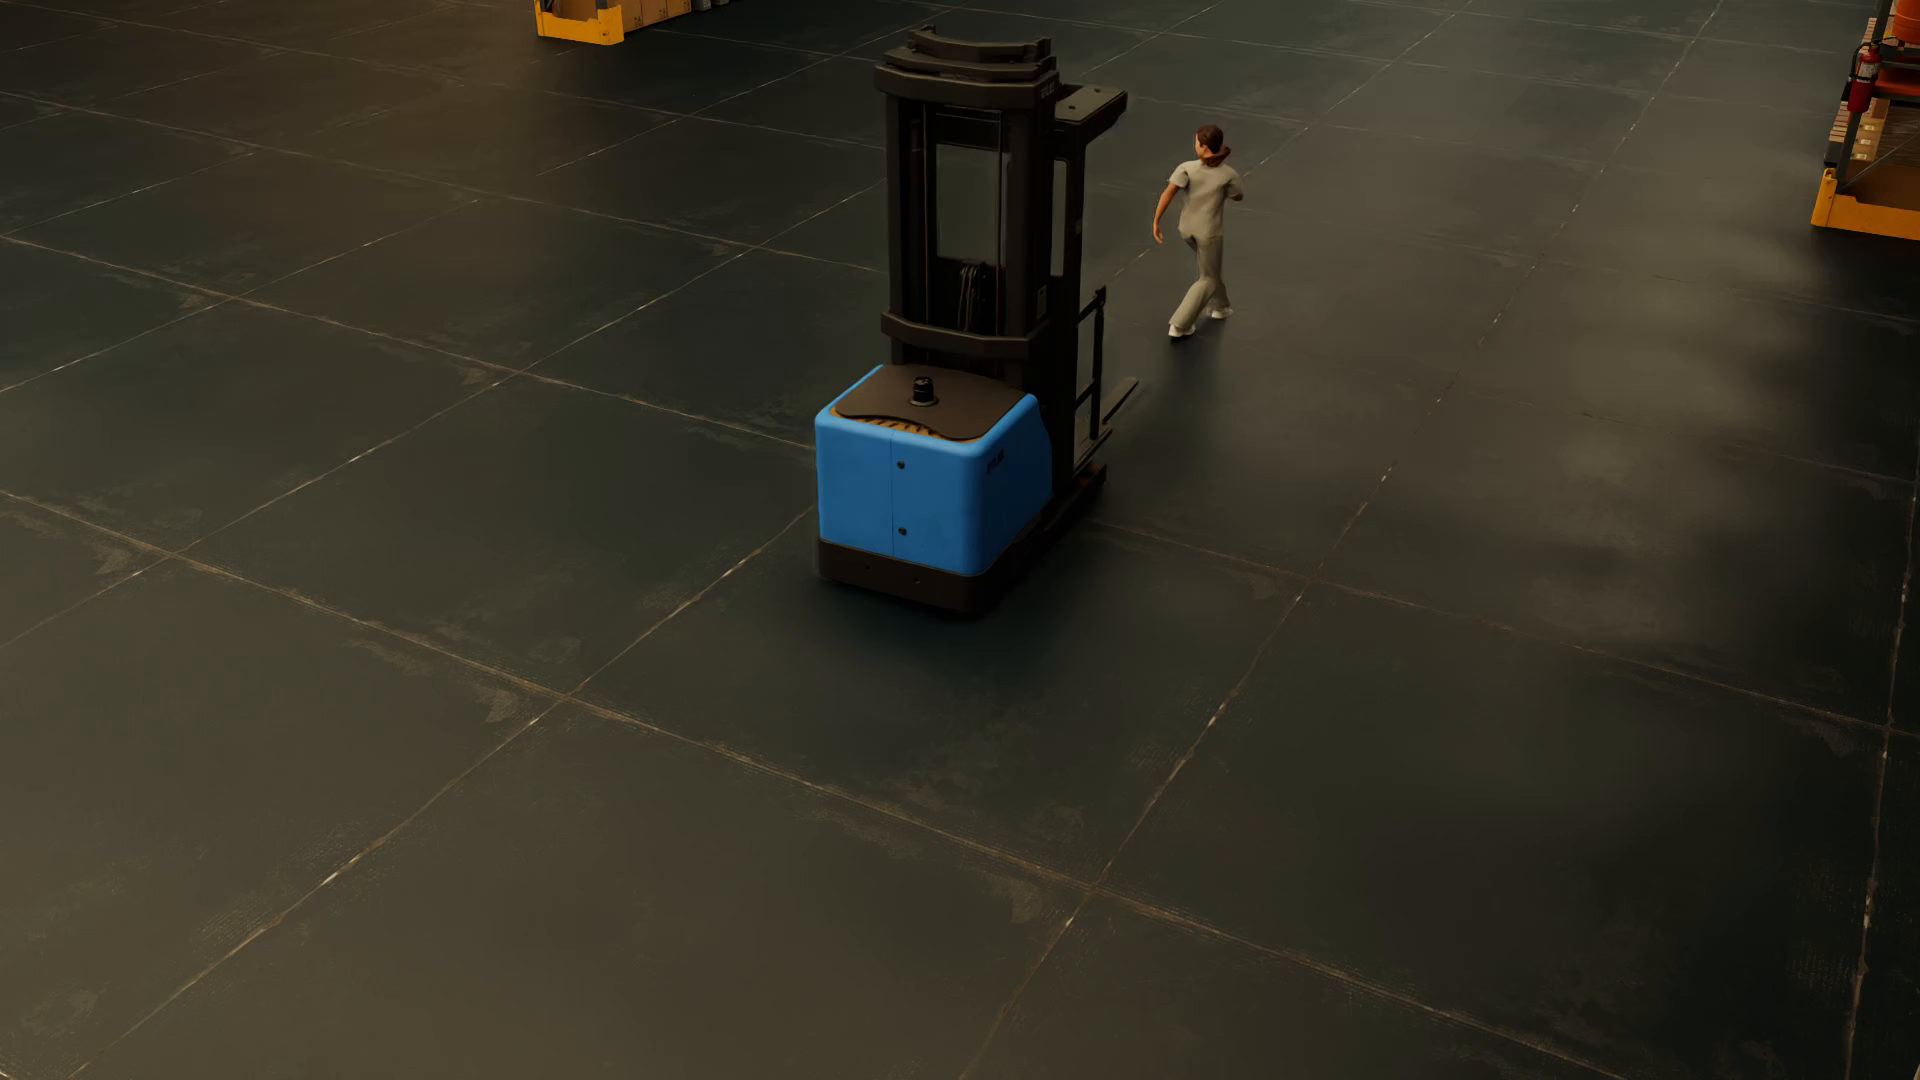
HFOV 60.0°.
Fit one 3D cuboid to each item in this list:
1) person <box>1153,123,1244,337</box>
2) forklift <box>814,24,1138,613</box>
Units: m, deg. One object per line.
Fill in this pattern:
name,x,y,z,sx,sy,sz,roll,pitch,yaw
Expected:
person,1.849,-2.331,12.488,0.461,1.614,0.900,21,36,32
forklift,0.277,-1.580,9.809,1.130,2.935,3.031,13,33,22
